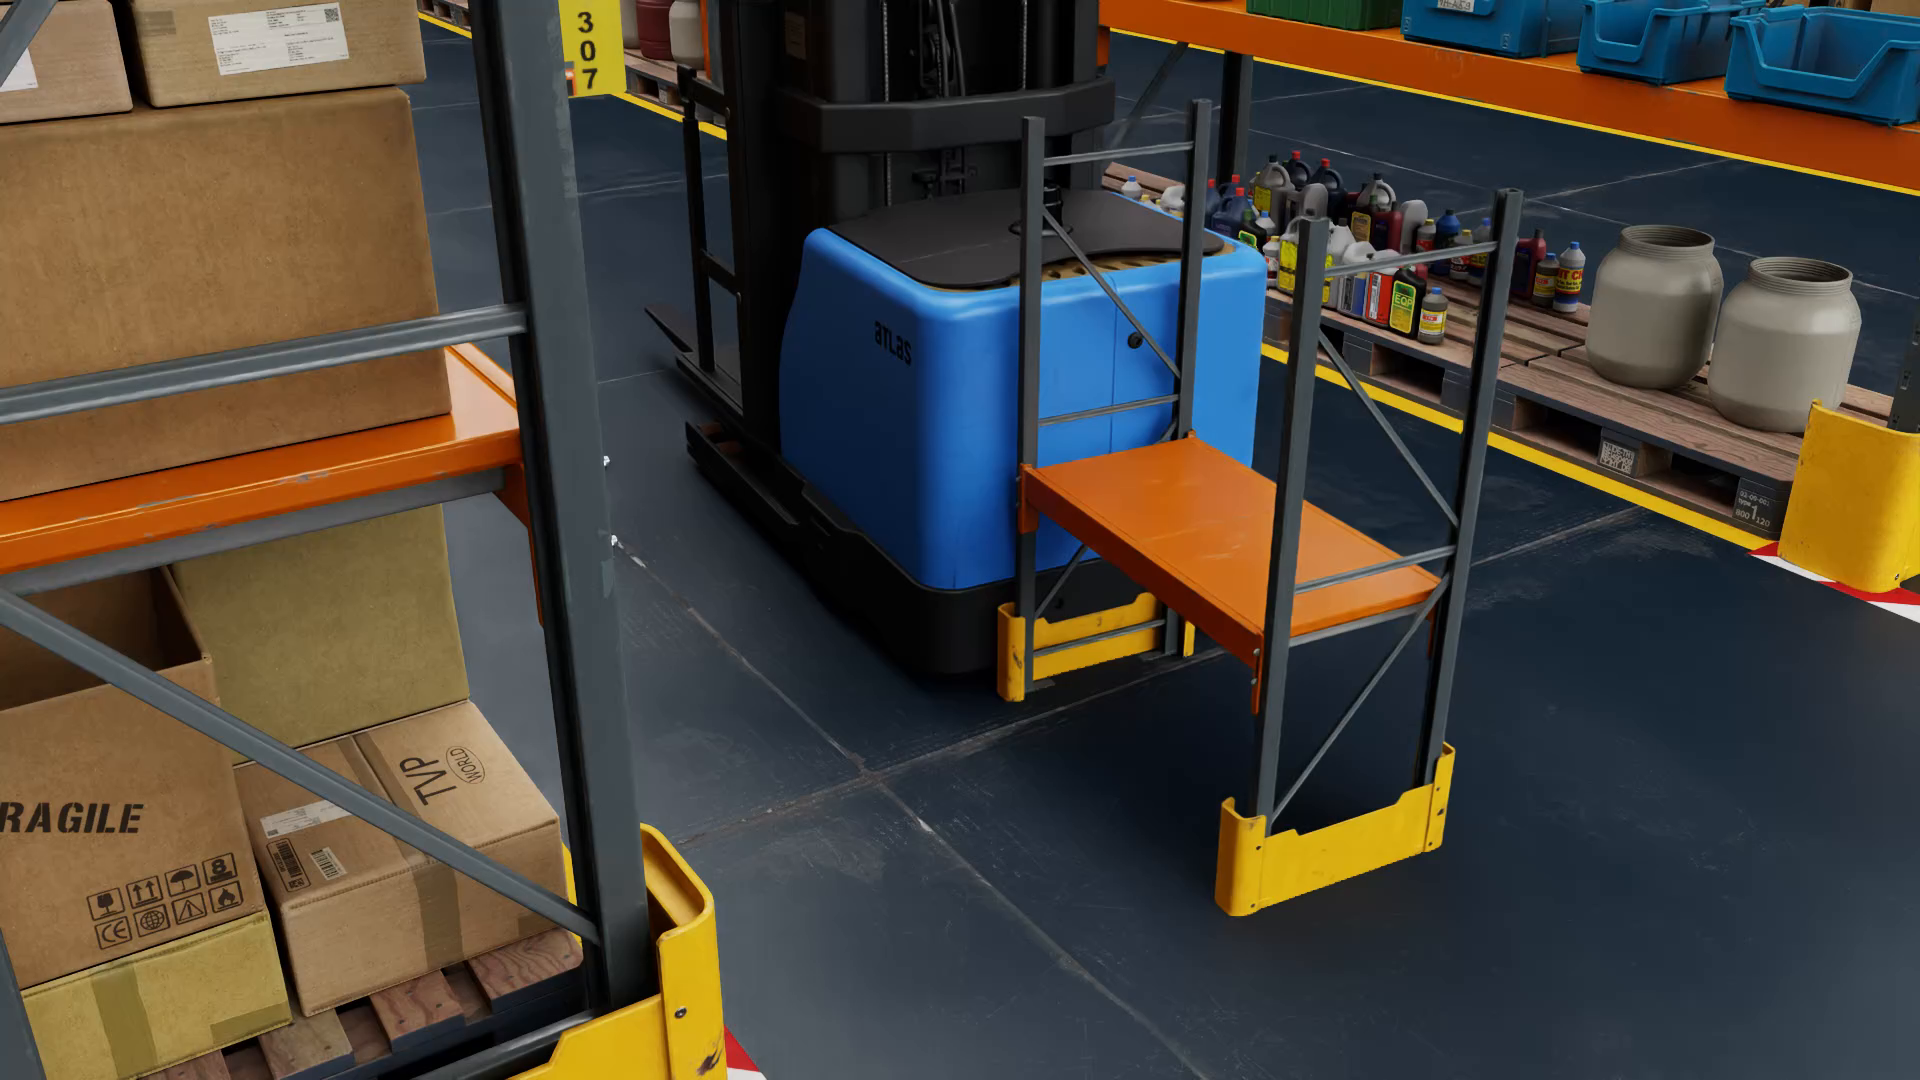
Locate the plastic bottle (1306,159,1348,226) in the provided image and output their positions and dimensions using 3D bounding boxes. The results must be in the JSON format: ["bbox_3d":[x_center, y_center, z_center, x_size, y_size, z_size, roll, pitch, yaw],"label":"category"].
[{"bbox_3d":[1.683,-1.570,7.650,0.144,0.351,0.185,-17,30,-32],"label":"plastic bottle"}]

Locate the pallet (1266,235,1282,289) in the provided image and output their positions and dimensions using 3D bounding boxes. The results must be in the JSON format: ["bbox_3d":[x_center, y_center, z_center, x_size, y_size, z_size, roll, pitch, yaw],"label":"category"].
[{"bbox_3d":[1.317,-1.290,7.735,1.003,0.211,1.213,-16,29,-30],"label":"pallet"}]

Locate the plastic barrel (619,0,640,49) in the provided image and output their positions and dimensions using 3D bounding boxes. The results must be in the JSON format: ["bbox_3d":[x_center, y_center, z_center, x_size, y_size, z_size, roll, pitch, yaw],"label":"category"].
[{"bbox_3d":[-2.479,-4.052,12.743,0.421,0.512,0.421,0,25,0],"label":"plastic barrel"}]

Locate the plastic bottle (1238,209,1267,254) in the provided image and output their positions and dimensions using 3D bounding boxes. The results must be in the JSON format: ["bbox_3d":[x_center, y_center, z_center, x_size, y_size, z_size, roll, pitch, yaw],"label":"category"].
[{"bbox_3d":[1.236,-1.250,7.050,0.061,0.283,0.133,-14,29,-27],"label":"plastic bottle"}]

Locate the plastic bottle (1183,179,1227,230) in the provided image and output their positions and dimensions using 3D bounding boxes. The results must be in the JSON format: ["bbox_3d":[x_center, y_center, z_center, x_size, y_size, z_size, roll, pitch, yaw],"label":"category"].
[{"bbox_3d":[1.078,-1.416,7.324,0.144,0.351,0.185,-15,29,-28],"label":"plastic bottle"}]

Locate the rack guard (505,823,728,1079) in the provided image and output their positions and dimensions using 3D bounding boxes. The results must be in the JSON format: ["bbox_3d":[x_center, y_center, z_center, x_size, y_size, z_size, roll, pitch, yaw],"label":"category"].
[{"bbox_3d":[-0.970,0.922,2.712,1.175,0.500,0.348,-16,29,-30],"label":"rack guard"}]

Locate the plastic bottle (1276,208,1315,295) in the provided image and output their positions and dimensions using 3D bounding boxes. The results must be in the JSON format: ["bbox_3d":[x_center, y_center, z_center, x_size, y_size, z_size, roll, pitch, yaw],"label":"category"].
[{"bbox_3d":[1.413,-1.197,6.859,0.144,0.351,0.185,-16,30,-30],"label":"plastic bottle"}]

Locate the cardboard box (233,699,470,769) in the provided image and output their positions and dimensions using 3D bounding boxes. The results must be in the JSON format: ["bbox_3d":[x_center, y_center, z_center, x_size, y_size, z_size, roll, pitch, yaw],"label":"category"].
[{"bbox_3d":[-1.366,0.415,3.587,0.500,0.250,0.500,-16,29,-30],"label":"cardboard box"}]

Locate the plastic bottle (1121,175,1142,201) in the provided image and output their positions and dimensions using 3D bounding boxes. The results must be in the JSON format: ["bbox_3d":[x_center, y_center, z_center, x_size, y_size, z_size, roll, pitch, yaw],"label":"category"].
[{"bbox_3d":[0.792,-1.550,7.700,0.097,0.271,0.097,0,25,0],"label":"plastic bottle"}]

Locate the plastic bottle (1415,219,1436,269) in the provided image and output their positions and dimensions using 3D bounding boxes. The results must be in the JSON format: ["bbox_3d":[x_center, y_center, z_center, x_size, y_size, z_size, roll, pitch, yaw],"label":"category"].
[{"bbox_3d":[2.032,-1.292,7.236,0.097,0.201,0.097,0,25,0],"label":"plastic bottle"}]

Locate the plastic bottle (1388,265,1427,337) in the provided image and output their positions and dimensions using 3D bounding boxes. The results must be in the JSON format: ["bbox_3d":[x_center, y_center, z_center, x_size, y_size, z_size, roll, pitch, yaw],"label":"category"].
[{"bbox_3d":[1.720,-0.933,6.379,0.061,0.283,0.133,-15,29,-28],"label":"plastic bottle"}]

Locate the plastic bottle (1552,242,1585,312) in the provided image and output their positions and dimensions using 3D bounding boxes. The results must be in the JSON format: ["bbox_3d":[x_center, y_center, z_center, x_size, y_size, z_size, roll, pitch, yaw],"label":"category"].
[{"bbox_3d":[2.440,-1.056,6.655,0.097,0.271,0.097,0,25,0],"label":"plastic bottle"}]

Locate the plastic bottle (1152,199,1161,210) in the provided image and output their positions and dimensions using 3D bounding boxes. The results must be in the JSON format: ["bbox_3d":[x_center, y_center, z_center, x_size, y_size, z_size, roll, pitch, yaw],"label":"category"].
[{"bbox_3d":[0.903,-1.445,7.561,0.097,0.201,0.097,0,25,0],"label":"plastic bottle"}]

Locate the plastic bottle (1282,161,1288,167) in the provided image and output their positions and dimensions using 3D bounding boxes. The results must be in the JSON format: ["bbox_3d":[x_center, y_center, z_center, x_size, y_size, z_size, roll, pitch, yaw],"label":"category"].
[{"bbox_3d":[1.524,-1.676,7.953,0.061,0.283,0.133,-14,29,-27],"label":"plastic bottle"}]

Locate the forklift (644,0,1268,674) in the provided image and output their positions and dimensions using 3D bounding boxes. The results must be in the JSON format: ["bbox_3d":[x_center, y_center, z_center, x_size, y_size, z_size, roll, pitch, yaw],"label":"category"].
[{"bbox_3d":[-0.294,-1.572,5.146,1.130,2.935,3.031,-12,28,-24],"label":"forklift"}]

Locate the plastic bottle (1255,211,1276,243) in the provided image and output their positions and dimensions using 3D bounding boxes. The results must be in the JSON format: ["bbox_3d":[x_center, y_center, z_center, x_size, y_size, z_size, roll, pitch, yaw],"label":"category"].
[{"bbox_3d":[1.293,-1.269,7.105,0.097,0.271,0.097,0,25,0],"label":"plastic bottle"}]

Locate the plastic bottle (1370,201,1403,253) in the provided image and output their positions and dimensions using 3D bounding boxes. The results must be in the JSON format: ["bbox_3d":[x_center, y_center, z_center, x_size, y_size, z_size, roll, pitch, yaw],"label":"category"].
[{"bbox_3d":[1.856,-1.340,7.241,0.061,0.283,0.133,-16,29,-30],"label":"plastic bottle"}]

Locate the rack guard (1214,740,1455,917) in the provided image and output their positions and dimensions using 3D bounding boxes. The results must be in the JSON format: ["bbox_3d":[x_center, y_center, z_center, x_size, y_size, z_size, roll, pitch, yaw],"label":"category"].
[{"bbox_3d":[0.823,0.622,3.639,0.587,0.250,0.087,-12,28,-24],"label":"rack guard"}]

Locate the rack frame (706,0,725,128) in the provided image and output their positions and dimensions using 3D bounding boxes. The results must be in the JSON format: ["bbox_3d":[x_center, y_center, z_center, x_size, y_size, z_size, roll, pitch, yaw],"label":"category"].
[{"bbox_3d":[-1.198,-4.231,10.700,1.000,3.000,0.127,-16,29,-30],"label":"rack frame"}]

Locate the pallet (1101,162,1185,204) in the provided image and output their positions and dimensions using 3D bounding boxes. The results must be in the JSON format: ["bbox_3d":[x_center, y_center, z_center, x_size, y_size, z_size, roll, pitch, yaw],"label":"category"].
[{"bbox_3d":[0.524,-1.812,8.840,1.003,0.211,1.213,-16,29,-30],"label":"pallet"}]

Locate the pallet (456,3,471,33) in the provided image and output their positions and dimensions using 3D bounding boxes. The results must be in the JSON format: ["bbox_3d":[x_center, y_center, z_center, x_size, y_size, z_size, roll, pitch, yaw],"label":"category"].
[{"bbox_3d":[-3.816,-4.655,14.864,1.003,0.211,1.213,-16,29,-30],"label":"pallet"}]

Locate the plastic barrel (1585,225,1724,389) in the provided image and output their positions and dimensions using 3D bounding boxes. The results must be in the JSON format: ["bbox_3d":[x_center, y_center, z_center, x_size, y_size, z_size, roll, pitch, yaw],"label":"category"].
[{"bbox_3d":[2.472,-0.832,5.921,0.421,0.512,0.421,0,25,0],"label":"plastic barrel"}]

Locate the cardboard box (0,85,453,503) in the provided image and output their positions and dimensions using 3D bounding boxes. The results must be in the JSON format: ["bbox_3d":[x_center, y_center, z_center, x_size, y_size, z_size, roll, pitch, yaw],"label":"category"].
[{"bbox_3d":[-1.228,-0.432,2.535,0.700,0.500,0.500,-16,29,-30],"label":"cardboard box"}]

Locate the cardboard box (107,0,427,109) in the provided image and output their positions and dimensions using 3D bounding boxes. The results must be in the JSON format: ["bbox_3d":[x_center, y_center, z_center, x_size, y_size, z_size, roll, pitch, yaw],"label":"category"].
[{"bbox_3d":[-1.017,-0.746,2.440,0.380,0.149,0.250,-16,30,-30],"label":"cardboard box"}]

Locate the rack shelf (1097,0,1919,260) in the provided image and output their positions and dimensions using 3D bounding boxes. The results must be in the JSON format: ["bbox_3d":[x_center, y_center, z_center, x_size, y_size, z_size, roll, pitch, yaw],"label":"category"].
[{"bbox_3d":[2.077,-1.760,6.307,1.077,0.370,4.000,-16,29,-30],"label":"rack shelf"}]

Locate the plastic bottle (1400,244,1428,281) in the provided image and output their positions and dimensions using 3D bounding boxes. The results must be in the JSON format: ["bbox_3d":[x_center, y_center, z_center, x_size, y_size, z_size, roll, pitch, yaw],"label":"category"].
[{"bbox_3d":[1.773,-1.017,6.557,0.061,0.283,0.133,-16,29,-30],"label":"plastic bottle"}]

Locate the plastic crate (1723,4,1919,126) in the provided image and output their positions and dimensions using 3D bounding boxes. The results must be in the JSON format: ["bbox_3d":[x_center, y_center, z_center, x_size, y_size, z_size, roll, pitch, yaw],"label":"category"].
[{"bbox_3d":[2.645,-1.412,4.902,0.499,0.251,0.616,-16,29,-30],"label":"plastic crate"}]

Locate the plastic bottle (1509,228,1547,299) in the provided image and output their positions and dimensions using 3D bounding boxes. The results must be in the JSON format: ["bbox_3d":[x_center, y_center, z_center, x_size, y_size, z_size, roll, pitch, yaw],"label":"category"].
[{"bbox_3d":[2.332,-1.147,6.833,0.061,0.283,0.133,-15,29,-29],"label":"plastic bottle"}]

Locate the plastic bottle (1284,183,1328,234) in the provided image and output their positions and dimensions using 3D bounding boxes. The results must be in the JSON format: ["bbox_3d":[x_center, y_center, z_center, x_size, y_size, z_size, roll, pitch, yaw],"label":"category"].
[{"bbox_3d":[1.573,-1.493,7.573,0.152,0.276,0.135,-16,29,-30],"label":"plastic bottle"}]

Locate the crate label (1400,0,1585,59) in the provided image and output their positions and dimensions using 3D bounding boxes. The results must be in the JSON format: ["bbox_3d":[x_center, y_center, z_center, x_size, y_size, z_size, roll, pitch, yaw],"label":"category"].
[{"bbox_3d":[1.937,-1.981,5.892,0.502,0.435,0.616,-16,29,-30],"label":"crate label"}]

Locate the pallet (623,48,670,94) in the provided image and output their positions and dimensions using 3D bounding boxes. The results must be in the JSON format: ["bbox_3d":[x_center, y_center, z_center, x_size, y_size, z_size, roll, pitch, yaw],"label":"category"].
[{"bbox_3d":[-2.326,-3.679,12.795,1.003,0.211,1.213,-16,29,-30],"label":"pallet"}]

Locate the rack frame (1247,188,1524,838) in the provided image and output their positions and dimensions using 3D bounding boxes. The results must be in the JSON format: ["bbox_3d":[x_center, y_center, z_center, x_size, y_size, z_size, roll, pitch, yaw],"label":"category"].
[{"bbox_3d":[0.832,0.064,3.357,0.500,1.500,0.032,-12,28,-24],"label":"rack frame"}]

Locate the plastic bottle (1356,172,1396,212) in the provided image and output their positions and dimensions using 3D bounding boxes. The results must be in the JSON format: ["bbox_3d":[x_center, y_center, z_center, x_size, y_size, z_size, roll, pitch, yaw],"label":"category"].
[{"bbox_3d":[1.859,-1.454,7.405,0.144,0.351,0.185,-16,29,-30],"label":"plastic bottle"}]

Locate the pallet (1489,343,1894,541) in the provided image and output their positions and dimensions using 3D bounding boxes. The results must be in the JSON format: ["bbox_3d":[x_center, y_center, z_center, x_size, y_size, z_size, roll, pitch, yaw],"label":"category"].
[{"bbox_3d":[2.649,-0.417,5.886,1.003,0.211,1.213,-16,29,-30],"label":"pallet"}]

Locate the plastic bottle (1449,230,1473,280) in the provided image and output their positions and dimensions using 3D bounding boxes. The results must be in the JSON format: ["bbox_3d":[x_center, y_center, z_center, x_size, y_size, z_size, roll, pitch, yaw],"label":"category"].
[{"bbox_3d":[2.144,-1.219,7.080,0.097,0.201,0.097,0,25,0],"label":"plastic bottle"}]

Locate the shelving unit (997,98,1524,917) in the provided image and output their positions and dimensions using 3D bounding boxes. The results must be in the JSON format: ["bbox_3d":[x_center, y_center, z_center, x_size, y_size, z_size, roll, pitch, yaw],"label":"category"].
[{"bbox_3d":[0.597,-0.132,3.774,0.587,1.500,1.083,-12,28,-24],"label":"shelving unit"}]

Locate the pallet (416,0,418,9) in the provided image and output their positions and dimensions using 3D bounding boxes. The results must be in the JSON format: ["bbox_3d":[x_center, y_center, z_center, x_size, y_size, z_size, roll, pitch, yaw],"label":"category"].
[{"bbox_3d":[-5.148,-5.528,16.712,1.003,0.211,1.213,-16,29,-30],"label":"pallet"}]

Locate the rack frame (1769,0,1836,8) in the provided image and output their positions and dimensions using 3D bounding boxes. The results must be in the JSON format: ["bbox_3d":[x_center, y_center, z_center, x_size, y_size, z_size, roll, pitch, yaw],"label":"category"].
[{"bbox_3d":[5.135,-3.955,10.114,1.000,3.000,0.127,-16,29,-30],"label":"rack frame"}]

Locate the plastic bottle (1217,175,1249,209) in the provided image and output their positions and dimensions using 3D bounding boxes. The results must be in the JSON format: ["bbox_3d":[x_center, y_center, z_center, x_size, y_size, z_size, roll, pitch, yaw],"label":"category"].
[{"bbox_3d":[1.199,-1.450,7.395,0.144,0.351,0.185,-16,29,-30],"label":"plastic bottle"}]

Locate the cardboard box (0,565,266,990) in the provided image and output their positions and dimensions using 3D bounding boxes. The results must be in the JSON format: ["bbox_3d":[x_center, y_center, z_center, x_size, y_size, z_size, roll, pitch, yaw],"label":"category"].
[{"bbox_3d":[-1.525,0.375,2.793,0.500,0.500,0.500,-16,29,-30],"label":"cardboard box"}]

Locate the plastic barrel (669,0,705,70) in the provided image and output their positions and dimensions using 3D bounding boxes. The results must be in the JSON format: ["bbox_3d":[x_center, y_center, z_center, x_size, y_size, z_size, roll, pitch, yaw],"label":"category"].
[{"bbox_3d":[-1.863,-3.648,11.887,0.421,0.512,0.421,0,25,0],"label":"plastic barrel"}]

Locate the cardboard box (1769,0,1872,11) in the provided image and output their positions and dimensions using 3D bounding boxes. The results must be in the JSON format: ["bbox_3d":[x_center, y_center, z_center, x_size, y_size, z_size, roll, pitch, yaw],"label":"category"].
[{"bbox_3d":[7.899,-5.127,14.741,1.050,0.750,0.750,-15,29,-29],"label":"cardboard box"}]

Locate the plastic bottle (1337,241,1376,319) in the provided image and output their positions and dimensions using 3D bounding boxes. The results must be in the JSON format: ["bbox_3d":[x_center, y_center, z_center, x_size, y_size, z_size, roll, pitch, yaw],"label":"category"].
[{"bbox_3d":[1.609,-1.038,6.611,0.152,0.276,0.135,-16,30,-31],"label":"plastic bottle"}]

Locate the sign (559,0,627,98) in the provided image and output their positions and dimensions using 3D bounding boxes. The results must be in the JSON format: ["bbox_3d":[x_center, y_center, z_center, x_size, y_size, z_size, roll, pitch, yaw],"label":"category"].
[{"bbox_3d":[-0.515,-0.772,2.264,0.100,0.325,0.005,-16,29,-30],"label":"sign"}]
